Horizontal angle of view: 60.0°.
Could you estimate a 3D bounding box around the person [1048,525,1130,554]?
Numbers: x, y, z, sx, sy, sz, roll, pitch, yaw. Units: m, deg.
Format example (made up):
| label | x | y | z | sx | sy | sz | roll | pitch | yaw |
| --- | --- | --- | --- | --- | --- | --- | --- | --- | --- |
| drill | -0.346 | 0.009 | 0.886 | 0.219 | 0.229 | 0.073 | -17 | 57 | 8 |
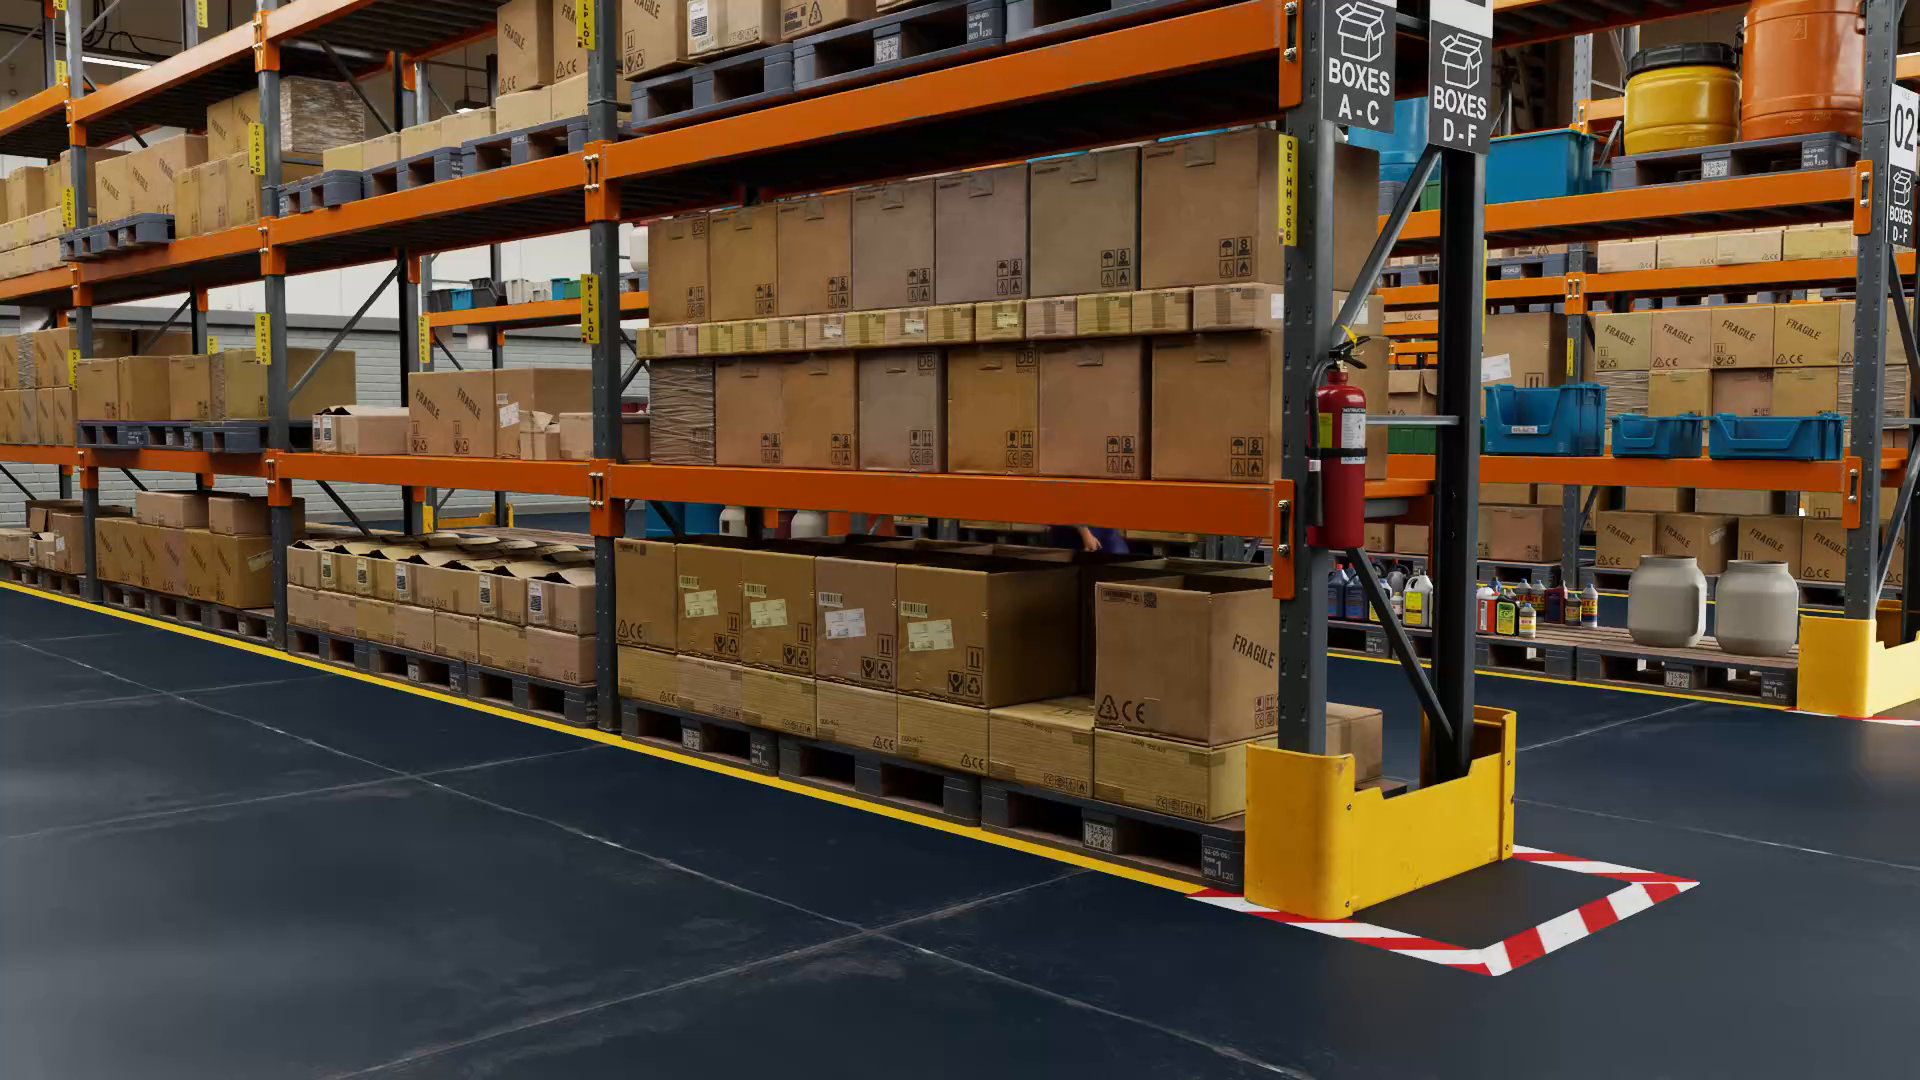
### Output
| label | x | y | z | sx | sy | sz | roll | pitch | yaw |
| --- | --- | --- | --- | --- | --- | --- | --- | --- | --- |
| person | 0.749 | 0.012 | 9.590 | 0.526 | 1.702 | 0.523 | 2 | 5 | 30 |
